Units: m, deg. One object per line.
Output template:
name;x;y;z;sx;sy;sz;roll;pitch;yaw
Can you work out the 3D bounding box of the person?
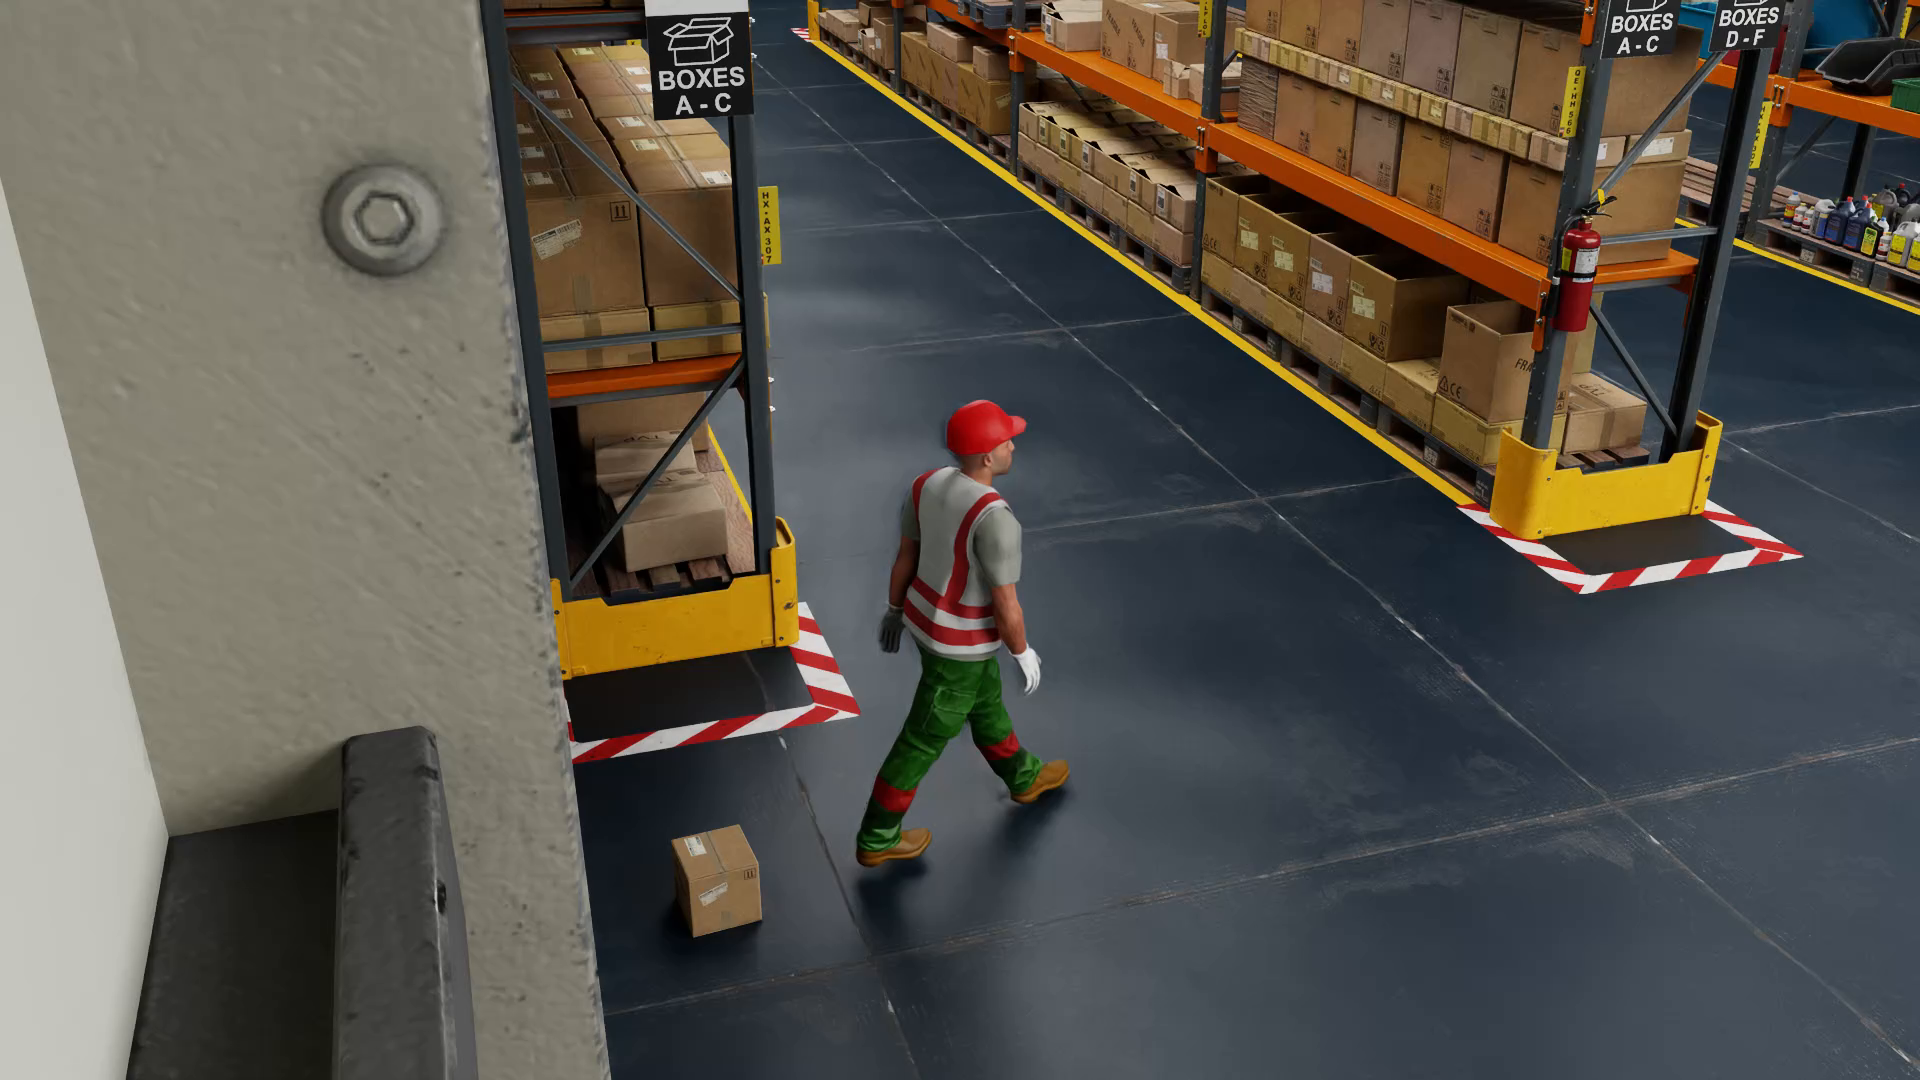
person;0.057;0.312;5.926;0.989;1.723;0.579;-13;29;-24
